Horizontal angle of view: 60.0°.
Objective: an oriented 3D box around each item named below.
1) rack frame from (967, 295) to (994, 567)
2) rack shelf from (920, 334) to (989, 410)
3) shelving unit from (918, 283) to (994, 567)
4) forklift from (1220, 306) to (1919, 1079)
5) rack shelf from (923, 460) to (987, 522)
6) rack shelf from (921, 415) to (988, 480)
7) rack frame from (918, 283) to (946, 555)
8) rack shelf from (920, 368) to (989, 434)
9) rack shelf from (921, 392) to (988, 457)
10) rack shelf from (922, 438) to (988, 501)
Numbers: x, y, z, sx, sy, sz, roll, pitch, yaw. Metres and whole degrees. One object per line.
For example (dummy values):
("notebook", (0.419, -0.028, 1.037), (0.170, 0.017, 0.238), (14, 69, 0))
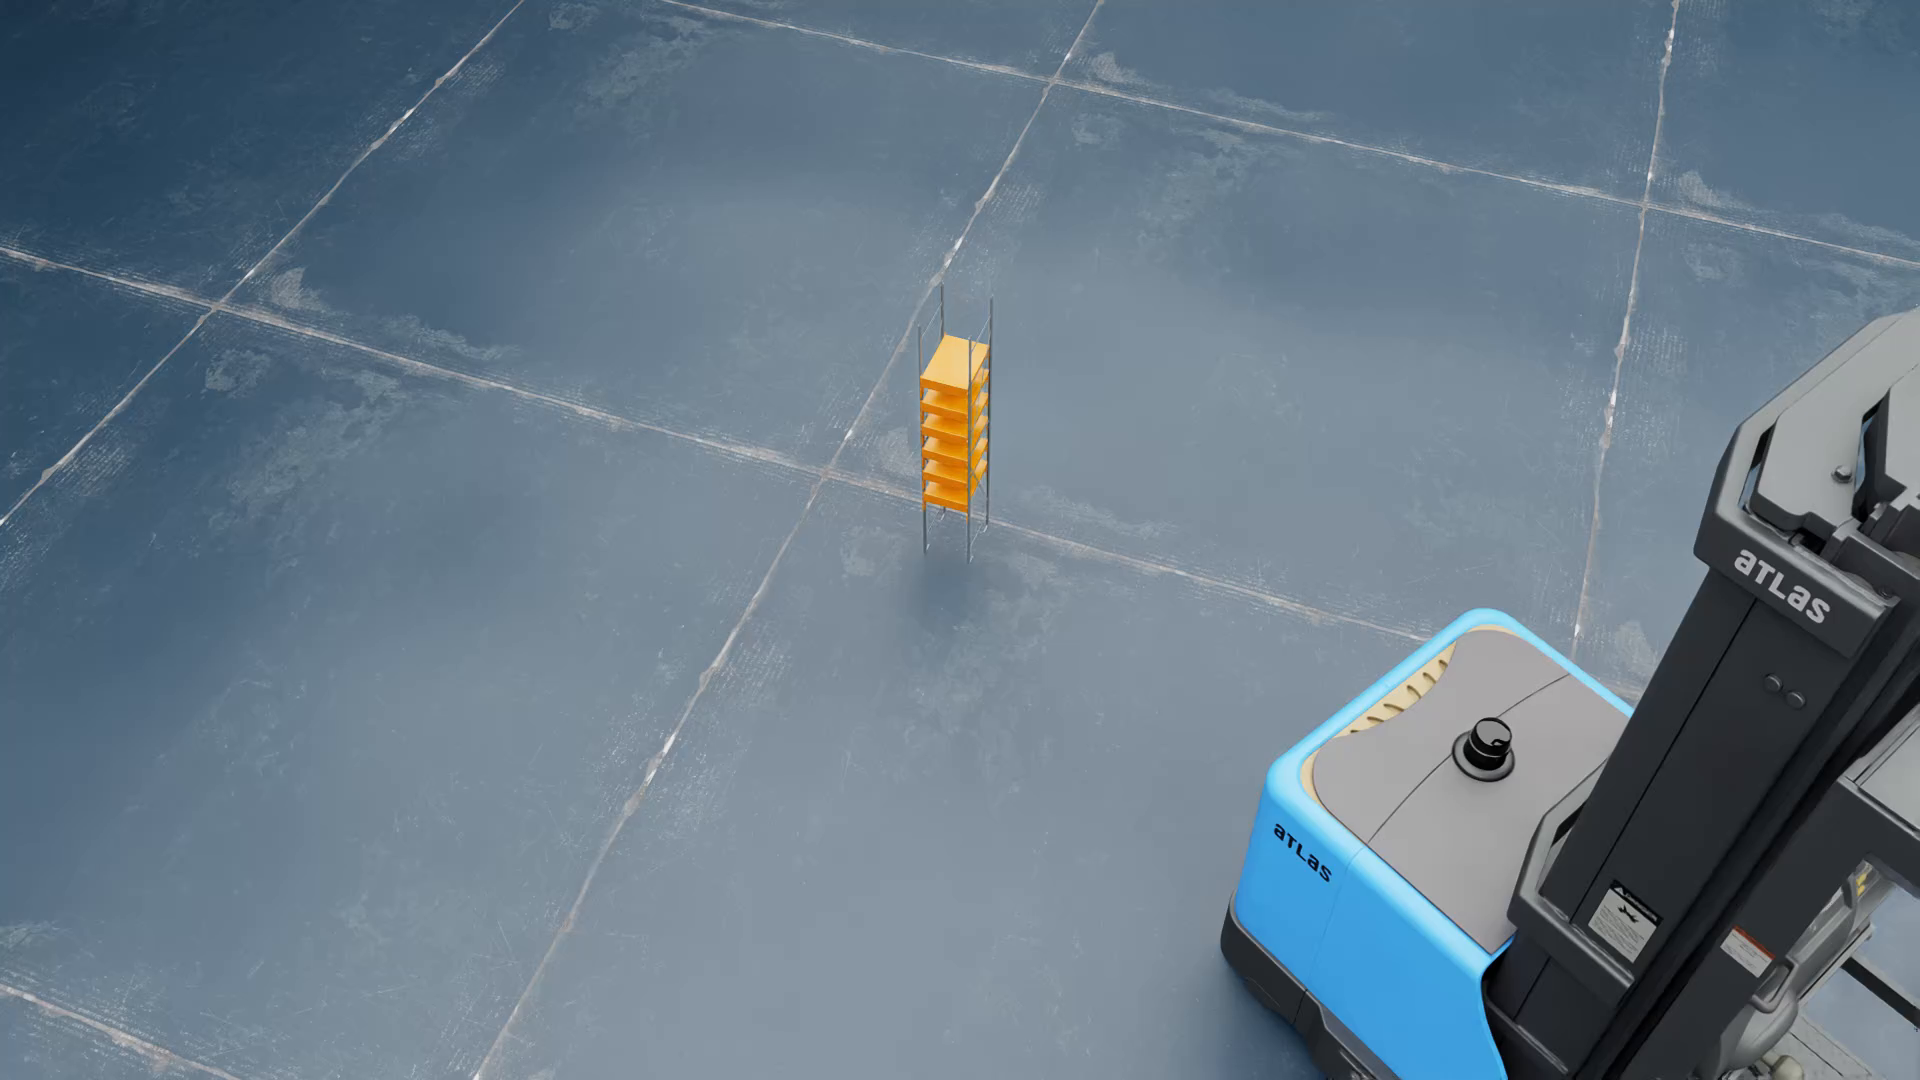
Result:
("rack frame", (0.072, -0.373, 6.146), (0.006, 1.200, 0.240), (16, 51, 13))
("rack shelf", (-0.014, -0.603, 5.928), (0.180, 0.103, 0.258), (16, 51, 13))
("shelving unit", (-0.014, -0.397, 6.166), (0.189, 1.200, 0.258), (16, 51, 13))
("forklift", (2.170, 1.015, 3.797), (1.130, 2.935, 3.031), (-32, 56, -25))
("rack shelf", (-0.014, -0.210, 6.381), (0.180, 0.103, 0.258), (16, 51, 13))
("rack shelf", (-0.014, -0.368, 6.200), (0.180, 0.103, 0.258), (16, 51, 13))
("rack frame", (-0.099, -0.421, 6.187), (0.006, 1.200, 0.240), (16, 51, 13))
("rack shelf", (-0.014, -0.525, 6.019), (0.180, 0.103, 0.258), (16, 51, 13))
("rack shelf", (-0.014, -0.446, 6.109), (0.180, 0.103, 0.258), (16, 51, 13))
("rack shelf", (-0.014, -0.289, 6.291), (0.180, 0.103, 0.258), (16, 51, 13))
